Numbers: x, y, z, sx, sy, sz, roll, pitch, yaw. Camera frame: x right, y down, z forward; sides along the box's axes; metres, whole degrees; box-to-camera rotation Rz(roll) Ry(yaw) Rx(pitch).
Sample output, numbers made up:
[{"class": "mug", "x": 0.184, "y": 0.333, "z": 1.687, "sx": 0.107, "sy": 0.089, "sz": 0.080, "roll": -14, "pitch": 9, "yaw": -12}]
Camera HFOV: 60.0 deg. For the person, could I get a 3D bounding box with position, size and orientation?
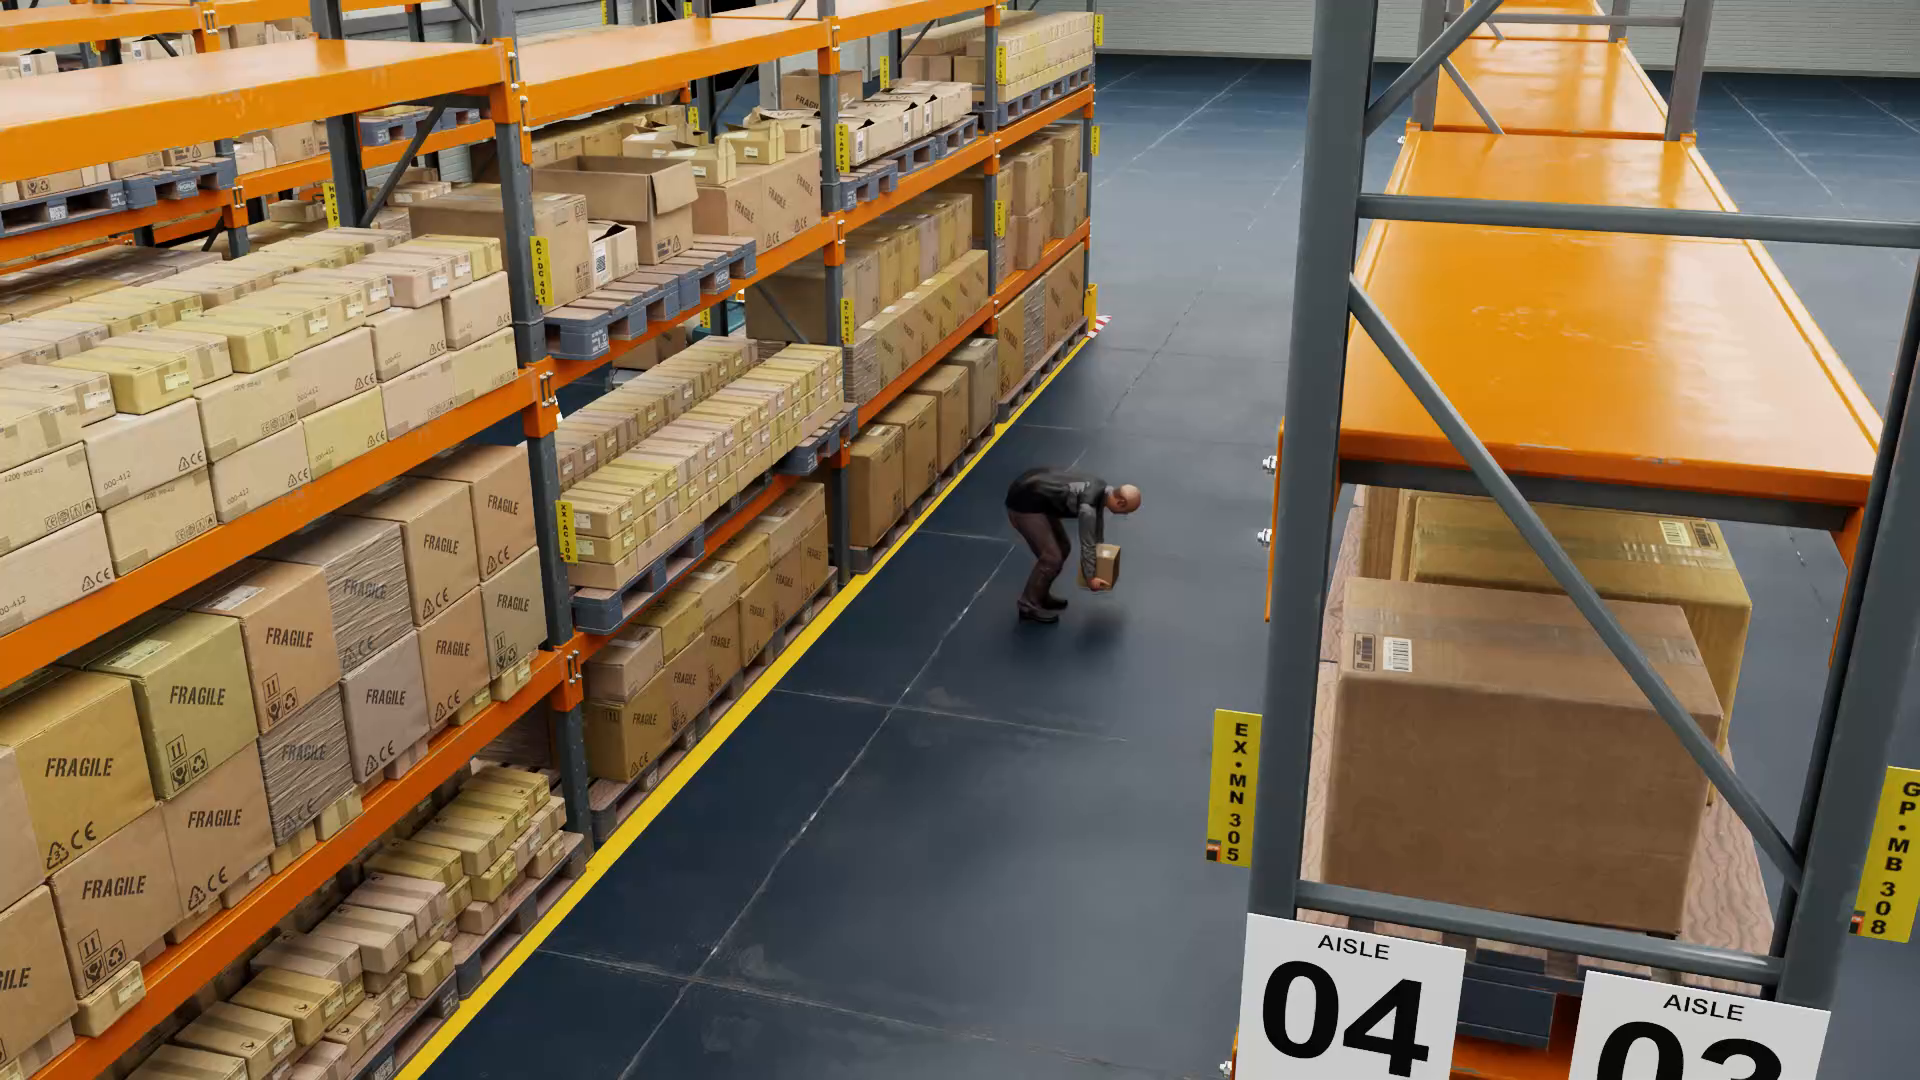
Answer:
[{"class": "person", "x": 0.815, "y": 0.042, "z": 11.911, "sx": 0.940, "sy": 1.081, "sz": 0.470, "roll": 6, "pitch": 22, "yaw": 14}]
